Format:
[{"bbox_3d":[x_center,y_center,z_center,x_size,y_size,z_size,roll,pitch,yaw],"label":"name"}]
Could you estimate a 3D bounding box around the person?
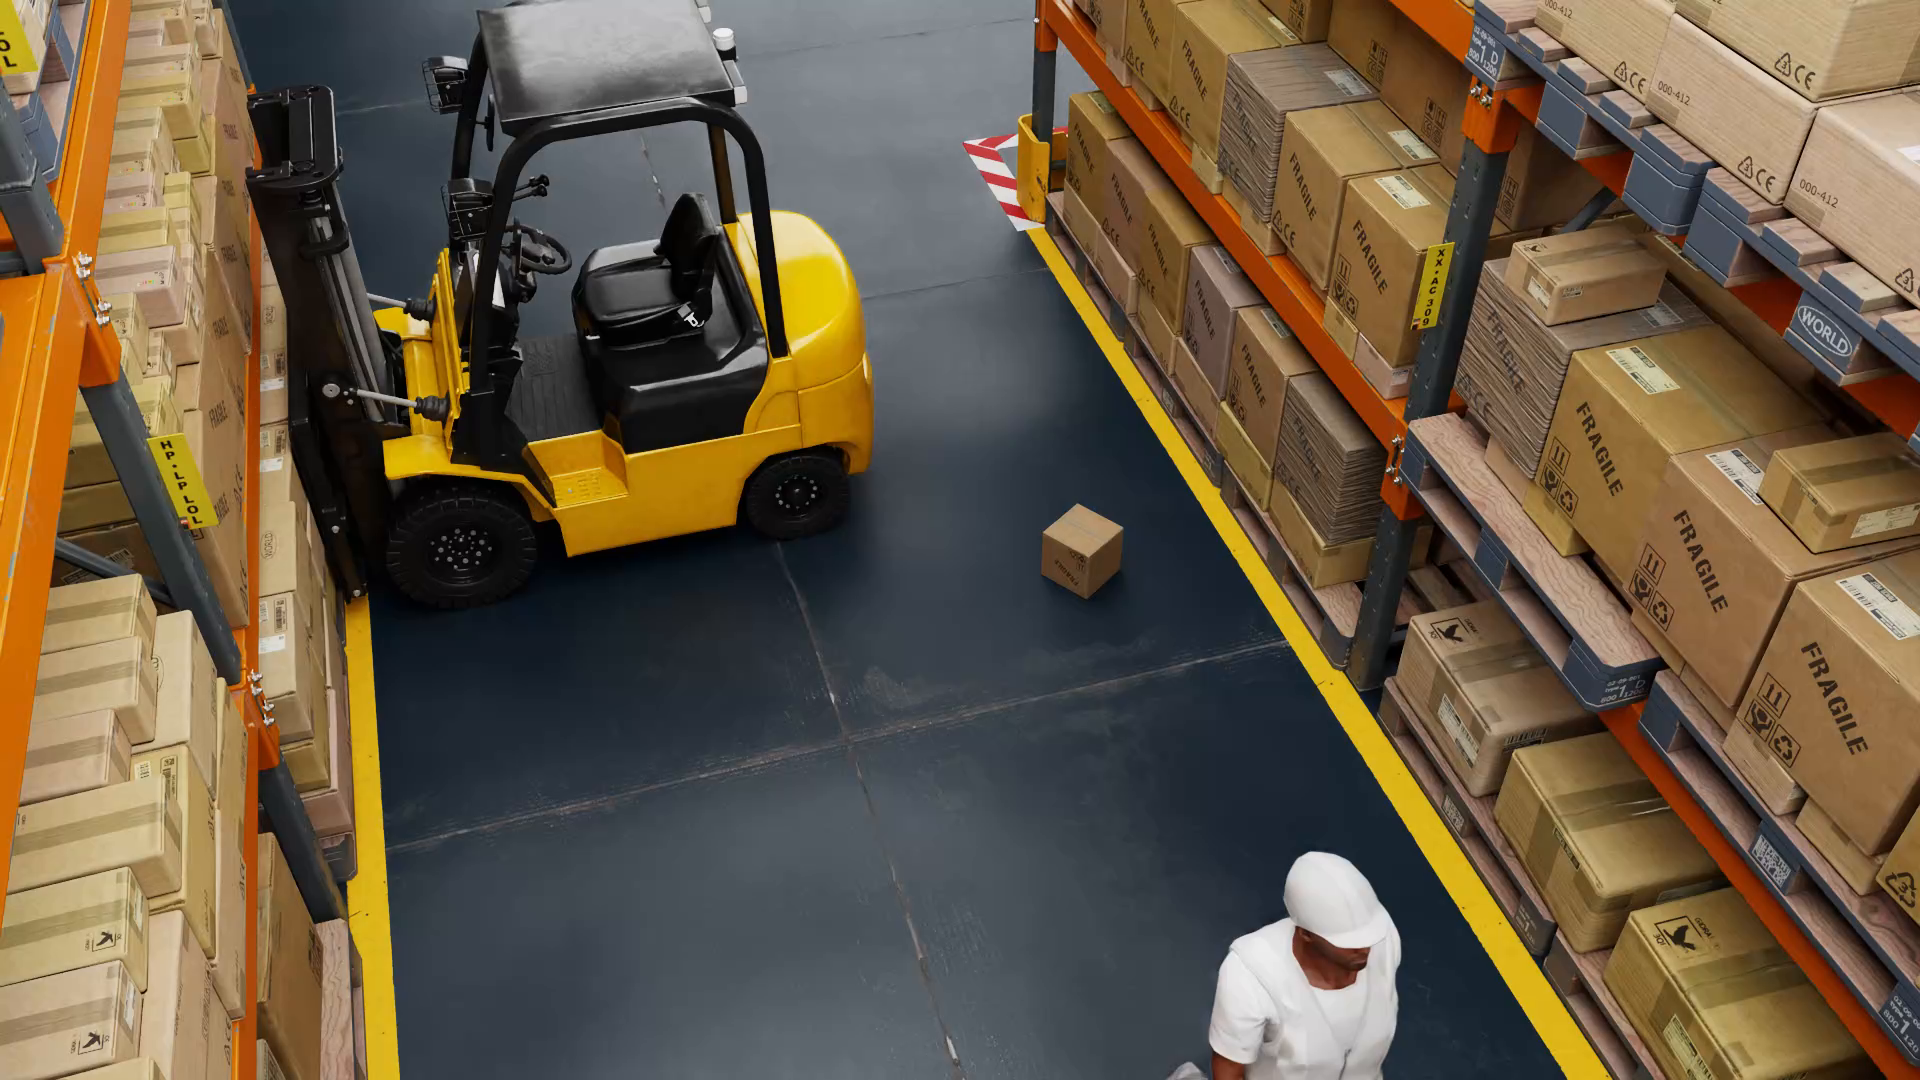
[{"bbox_3d":[0.917,1.474,4.505,0.560,1.724,0.993,-12,43,-13],"label":"person"}]
